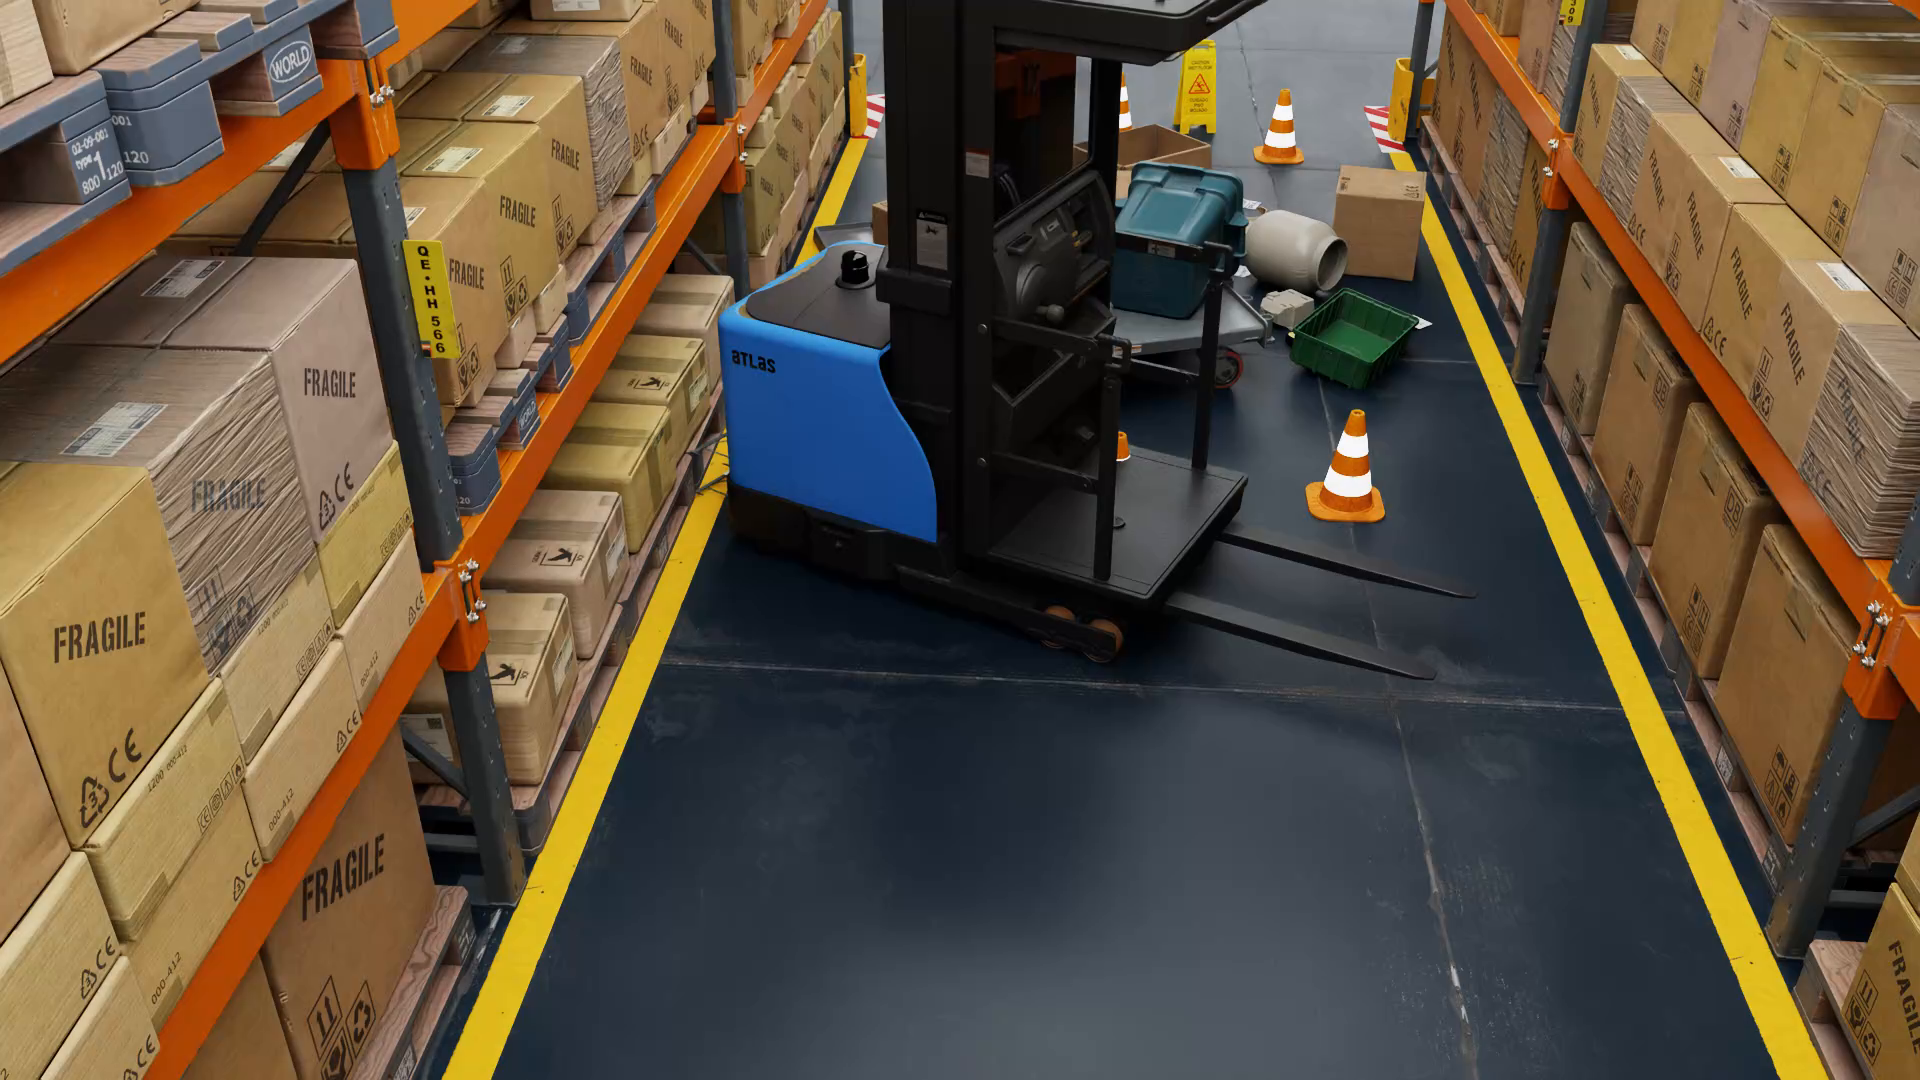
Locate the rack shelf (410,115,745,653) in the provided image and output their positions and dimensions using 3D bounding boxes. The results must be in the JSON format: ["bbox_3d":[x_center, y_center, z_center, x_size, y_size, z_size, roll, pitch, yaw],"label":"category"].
[{"bbox_3d":[-1.752,-0.887,6.515,1.077,0.370,4.000,2,32,4],"label":"rack shelf"}]

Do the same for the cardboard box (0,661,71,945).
[{"bbox_3d":[-1.825,0.459,2.599,0.500,0.500,0.500,2,32,3],"label":"cardboard box"}]

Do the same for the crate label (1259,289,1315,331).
[{"bbox_3d":[1.810,-1.280,9.196,0.298,0.136,0.250,-20,37,-29],"label":"crate label"}]

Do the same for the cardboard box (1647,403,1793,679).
[{"bbox_3d":[3.234,0.019,6.105,1.050,0.750,0.750,3,32,5],"label":"cardboard box"}]

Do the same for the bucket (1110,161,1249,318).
[{"bbox_3d":[1.066,-1.503,8.502,0.726,0.611,0.620,14,44,21],"label":"bucket"}]

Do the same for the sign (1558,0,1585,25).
[{"bbox_3d":[2.799,-2.505,7.556,0.100,0.325,0.005,2,32,4],"label":"sign"}]

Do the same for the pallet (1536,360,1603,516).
[{"bbox_3d":[3.365,-0.486,7.838,1.003,0.211,1.213,2,32,4],"label":"pallet"}]

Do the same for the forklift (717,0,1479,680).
[{"bbox_3d":[0.545,-1.090,6.225,3.031,2.935,1.130,16,35,24],"label":"forklift"}]

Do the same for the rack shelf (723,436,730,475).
[{"bbox_3d":[-0.975,-0.370,7.628,0.258,0.200,0.077,20,36,29],"label":"rack shelf"}]

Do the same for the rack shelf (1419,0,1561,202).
[{"bbox_3d":[3.516,-2.820,9.652,1.077,0.370,4.000,2,32,4],"label":"rack shelf"}]

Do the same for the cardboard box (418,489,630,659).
[{"bbox_3d":[-1.807,0.112,6.314,0.950,0.372,0.625,2,32,3],"label":"cardboard box"}]

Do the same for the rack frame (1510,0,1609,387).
[{"bbox_3d":[3.353,-2.080,7.766,1.000,3.000,0.127,2,32,4],"label":"rack frame"}]

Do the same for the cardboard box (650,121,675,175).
[{"bbox_3d":[-1.397,-1.623,6.863,0.380,0.149,0.250,3,32,4],"label":"cardboard box"}]

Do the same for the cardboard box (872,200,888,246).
[{"bbox_3d":[-0.146,-1.678,9.494,0.500,0.500,0.500,27,41,37],"label":"cardboard box"}]

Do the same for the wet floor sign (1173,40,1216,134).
[{"bbox_3d":[1.707,-3.269,11.940,0.267,0.644,0.232,-3,32,-5],"label":"wet floor sign"}]

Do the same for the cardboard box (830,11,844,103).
[{"bbox_3d":[-1.069,-3.228,11.134,0.500,0.500,0.500,3,32,4],"label":"cardboard box"}]

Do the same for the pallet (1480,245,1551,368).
[{"bbox_3d":[3.493,-1.287,9.138,1.003,0.211,1.213,2,32,4],"label":"pallet"}]

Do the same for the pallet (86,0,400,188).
[{"bbox_3d":[-1.914,-1.005,3.342,1.213,0.211,1.003,4,32,6],"label":"pallet"}]

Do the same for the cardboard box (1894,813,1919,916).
[{"bbox_3d":[2.730,0.928,4.153,0.500,0.250,0.500,1,32,2],"label":"cardboard box"}]

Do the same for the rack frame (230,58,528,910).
[{"bbox_3d":[-1.915,-0.147,4.630,1.000,3.000,0.127,2,32,4],"label":"rack frame"}]

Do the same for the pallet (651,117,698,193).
[{"bbox_3d":[-1.796,-1.764,7.436,1.003,0.211,1.213,2,32,4],"label":"pallet"}]

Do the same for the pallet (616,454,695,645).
[{"bbox_3d":[-1.748,-0.005,7.057,1.003,0.211,1.213,2,32,4],"label":"pallet"}]

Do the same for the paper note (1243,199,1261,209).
[{"bbox_3d":[1.862,-2.181,10.762,0.144,0.017,0.142,14,34,21],"label":"paper note"}]

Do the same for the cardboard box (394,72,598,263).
[{"bbox_3d":[-1.576,-1.271,5.675,0.500,0.500,0.500,3,32,5],"label":"cardboard box"}]

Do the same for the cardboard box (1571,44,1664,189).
[{"bbox_3d":[3.042,-1.859,7.312,0.500,0.500,0.500,3,32,5],"label":"cardboard box"}]

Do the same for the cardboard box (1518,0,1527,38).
[{"bbox_3d":[3.554,-2.903,8.959,0.875,0.550,0.550,2,32,4],"label":"cardboard box"}]

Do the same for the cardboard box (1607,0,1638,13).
[{"bbox_3d":[3.417,-2.795,7.754,0.875,0.550,0.550,2,32,4],"label":"cardboard box"}]

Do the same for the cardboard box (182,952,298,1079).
[{"bbox_3d":[-2.131,1.402,3.740,0.875,0.875,0.875,3,32,5],"label":"cardboard box"}]

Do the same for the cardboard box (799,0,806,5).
[{"bbox_3d":[-1.115,-3.347,10.061,0.380,0.149,0.250,2,32,3],"label":"cardboard box"}]

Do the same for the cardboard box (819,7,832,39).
[{"bbox_3d":[-1.032,-3.309,10.648,0.380,0.149,0.250,3,32,5],"label":"cardboard box"}]

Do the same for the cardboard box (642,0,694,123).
[{"bbox_3d":[-1.437,-2.076,6.981,0.500,0.500,0.500,3,32,4],"label":"cardboard box"}]

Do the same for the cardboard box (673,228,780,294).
[{"bbox_3d":[-1.272,-1.544,9.117,0.500,0.250,0.500,1,32,2],"label":"cardboard box"}]

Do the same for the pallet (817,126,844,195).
[{"bbox_3d":[-1.371,-2.680,11.398,1.003,0.211,1.213,2,32,4],"label":"pallet"}]

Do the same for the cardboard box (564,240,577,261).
[{"bbox_3d":[-1.609,-1.090,5.999,0.380,0.149,0.250,4,32,6],"label":"cardboard box"}]

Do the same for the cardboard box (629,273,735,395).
[{"bbox_3d":[-1.629,-1.024,8.158,0.950,0.372,0.625,3,32,5],"label":"cardboard box"}]

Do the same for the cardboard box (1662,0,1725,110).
[{"bbox_3d":[3.278,-2.019,6.619,0.700,0.500,0.500,2,32,3],"label":"cardboard box"}]

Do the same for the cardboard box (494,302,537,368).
[{"bbox_3d":[-1.578,-0.668,5.315,0.380,0.149,0.250,0,32,1],"label":"cardboard box"}]

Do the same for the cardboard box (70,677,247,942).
[{"bbox_3d":[-1.760,0.505,3.238,0.500,0.250,0.500,2,32,3],"label":"cardboard box"}]

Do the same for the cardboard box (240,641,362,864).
[{"bbox_3d":[-1.723,0.460,3.787,0.500,0.250,0.500,3,32,5],"label":"cardboard box"}]

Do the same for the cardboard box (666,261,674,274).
[{"bbox_3d":[-1.809,-1.568,9.155,0.500,0.250,0.500,4,32,6],"label":"cardboard box"}]

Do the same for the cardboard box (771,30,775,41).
[{"bbox_3d":[-1.238,-2.826,9.216,0.380,0.149,0.250,2,32,4],"label":"cardboard box"}]

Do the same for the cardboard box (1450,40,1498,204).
[{"bbox_3d":[3.619,-2.628,10.281,0.875,0.875,0.875,2,32,3],"label":"cardboard box"}]

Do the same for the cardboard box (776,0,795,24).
[{"bbox_3d":[-1.204,-3.152,9.126,0.500,0.500,0.500,2,32,4],"label":"cardboard box"}]

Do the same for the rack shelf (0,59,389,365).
[{"bbox_3d":[-2.078,-0.072,2.334,1.077,0.370,4.000,2,32,4],"label":"rack shelf"}]

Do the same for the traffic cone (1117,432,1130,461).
[{"bbox_3d":[0.678,-0.256,7.225,0.336,0.463,0.334,2,32,4],"label":"traffic cone"}]

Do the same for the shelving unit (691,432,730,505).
[{"bbox_3d":[-0.854,-0.459,7.780,0.258,0.210,0.900,20,36,29],"label":"shelving unit"}]

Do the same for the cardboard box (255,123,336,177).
[{"bbox_3d":[-2.124,-1.015,5.260,0.500,0.500,0.500,2,32,3],"label":"cardboard box"}]

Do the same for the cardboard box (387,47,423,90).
[{"bbox_3d":[-2.063,-1.639,5.653,0.380,0.149,0.250,1,32,2],"label":"cardboard box"}]

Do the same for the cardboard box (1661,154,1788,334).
[{"bbox_3d":[2.916,-1.068,6.029,0.500,0.500,0.500,3,32,5],"label":"cardboard box"}]

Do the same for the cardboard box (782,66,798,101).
[{"bbox_3d":[-1.143,-2.612,9.517,0.380,0.149,0.250,4,32,7],"label":"cardboard box"}]

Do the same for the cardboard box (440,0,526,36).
[{"bbox_3d":[-2.007,-1.834,6.588,0.500,0.500,0.500,2,32,4],"label":"cardboard box"}]

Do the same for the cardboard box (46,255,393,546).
[{"bbox_3d":[-1.696,-0.334,3.884,0.500,0.500,0.500,2,32,3],"label":"cardboard box"}]

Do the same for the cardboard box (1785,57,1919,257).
[{"bbox_3d":[3.153,-1.224,5.329,0.700,0.500,0.500,2,32,3],"label":"cardboard box"}]

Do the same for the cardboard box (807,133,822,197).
[{"bbox_3d":[-1.148,-2.360,10.441,0.500,0.250,0.500,1,32,2],"label":"cardboard box"}]

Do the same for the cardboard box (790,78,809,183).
[{"bbox_3d":[-1.196,-2.415,9.815,0.500,0.500,0.500,4,32,7],"label":"cardboard box"}]

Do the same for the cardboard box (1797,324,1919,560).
[{"bbox_3d":[2.796,-0.278,4.747,0.500,0.500,0.500,2,32,4],"label":"cardboard box"}]

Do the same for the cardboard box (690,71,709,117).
[{"bbox_3d":[-1.356,-2.030,7.524,0.380,0.149,0.250,3,32,5],"label":"cardboard box"}]

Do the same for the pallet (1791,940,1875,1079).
[{"bbox_3d":[2.962,1.607,4.441,1.003,0.211,1.213,2,32,4],"label":"pallet"}]
